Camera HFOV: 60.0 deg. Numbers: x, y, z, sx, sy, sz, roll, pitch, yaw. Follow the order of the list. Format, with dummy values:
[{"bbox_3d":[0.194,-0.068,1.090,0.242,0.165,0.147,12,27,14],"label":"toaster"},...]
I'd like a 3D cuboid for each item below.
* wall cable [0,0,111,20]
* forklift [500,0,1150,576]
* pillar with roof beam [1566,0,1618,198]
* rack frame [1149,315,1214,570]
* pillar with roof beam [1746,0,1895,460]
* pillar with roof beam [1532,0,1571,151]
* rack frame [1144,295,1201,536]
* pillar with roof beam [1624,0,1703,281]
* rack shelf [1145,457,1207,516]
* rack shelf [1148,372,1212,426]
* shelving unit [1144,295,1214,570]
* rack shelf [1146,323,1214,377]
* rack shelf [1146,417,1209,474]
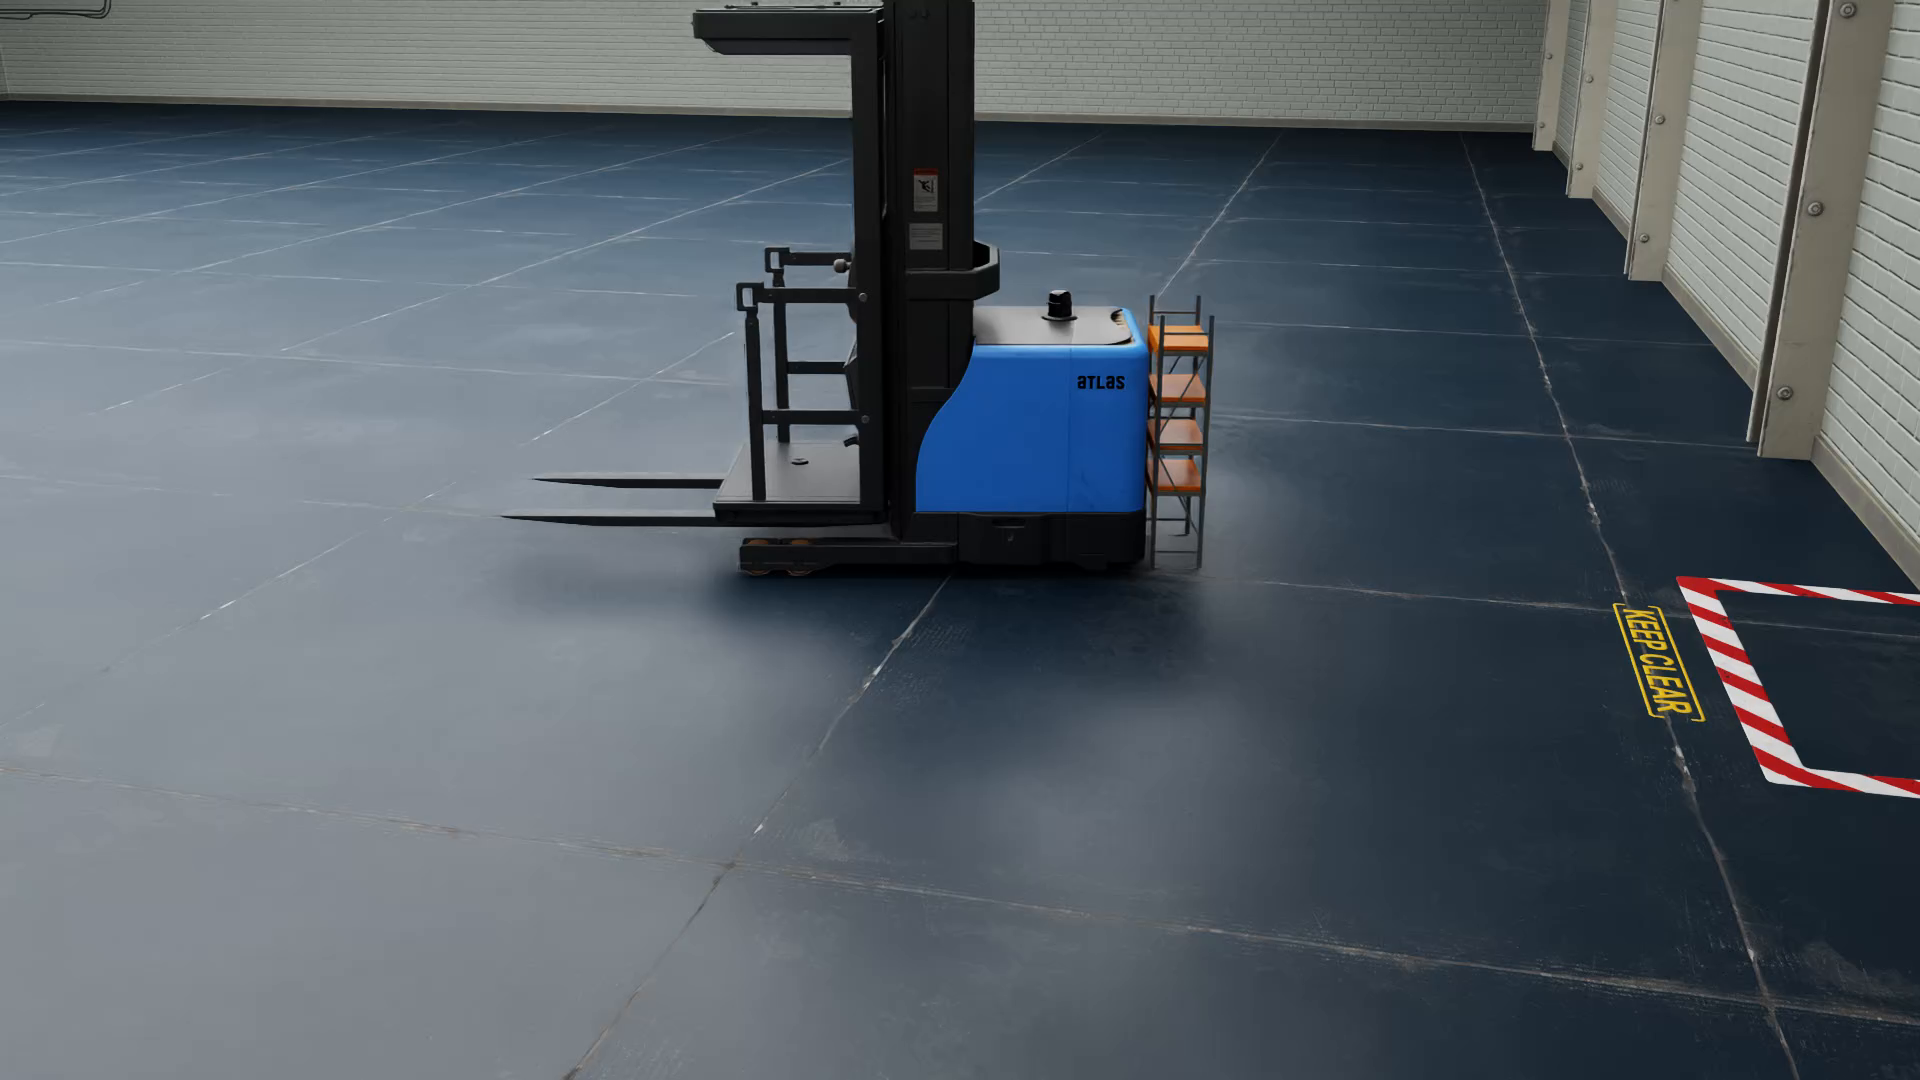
[{"bbox_3d":[-19.339,-12.267,34.983,3.097,2.526,0.112,5,19,13],"label":"wall cable"},{"bbox_3d":[-0.647,-1.390,7.723,3.031,2.935,1.130,0,19,1],"label":"forklift"},{"bbox_3d":[3.564,-8.889,20.289,9.100,9.000,0.400,5,19,13],"label":"pillar with roof beam"},{"bbox_3d":[1.010,-0.433,7.596,0.240,1.200,0.015,0,19,1],"label":"rack frame"},{"bbox_3d":[0.632,-5.128,9.278,9.100,9.000,0.400,5,19,13],"label":"pillar with roof beam"},{"bbox_3d":[5.030,-10.769,25.795,9.100,9.000,0.400,5,19,13],"label":"pillar with roof beam"},{"bbox_3d":[1.018,-0.590,8.058,0.240,1.200,0.015,0,19,1],"label":"rack frame"},{"bbox_3d":[2.098,-7.008,14.783,9.100,9.000,0.400,5,19,13],"label":"pillar with roof beam"},{"bbox_3d":[1.013,-0.260,7.913,0.258,0.148,0.480,0,19,1],"label":"rack shelf"},{"bbox_3d":[1.014,-0.659,7.777,0.258,0.148,0.480,0,19,1],"label":"rack shelf"},{"bbox_3d":[1.014,-0.511,7.827,0.258,1.200,0.503,0,19,1],"label":"shelving unit"},{"bbox_3d":[1.015,-0.883,7.700,0.258,0.148,0.480,0,19,1],"label":"rack shelf"},{"bbox_3d":[1.014,-0.448,7.849,0.258,0.148,0.480,0,19,1],"label":"rack shelf"}]
